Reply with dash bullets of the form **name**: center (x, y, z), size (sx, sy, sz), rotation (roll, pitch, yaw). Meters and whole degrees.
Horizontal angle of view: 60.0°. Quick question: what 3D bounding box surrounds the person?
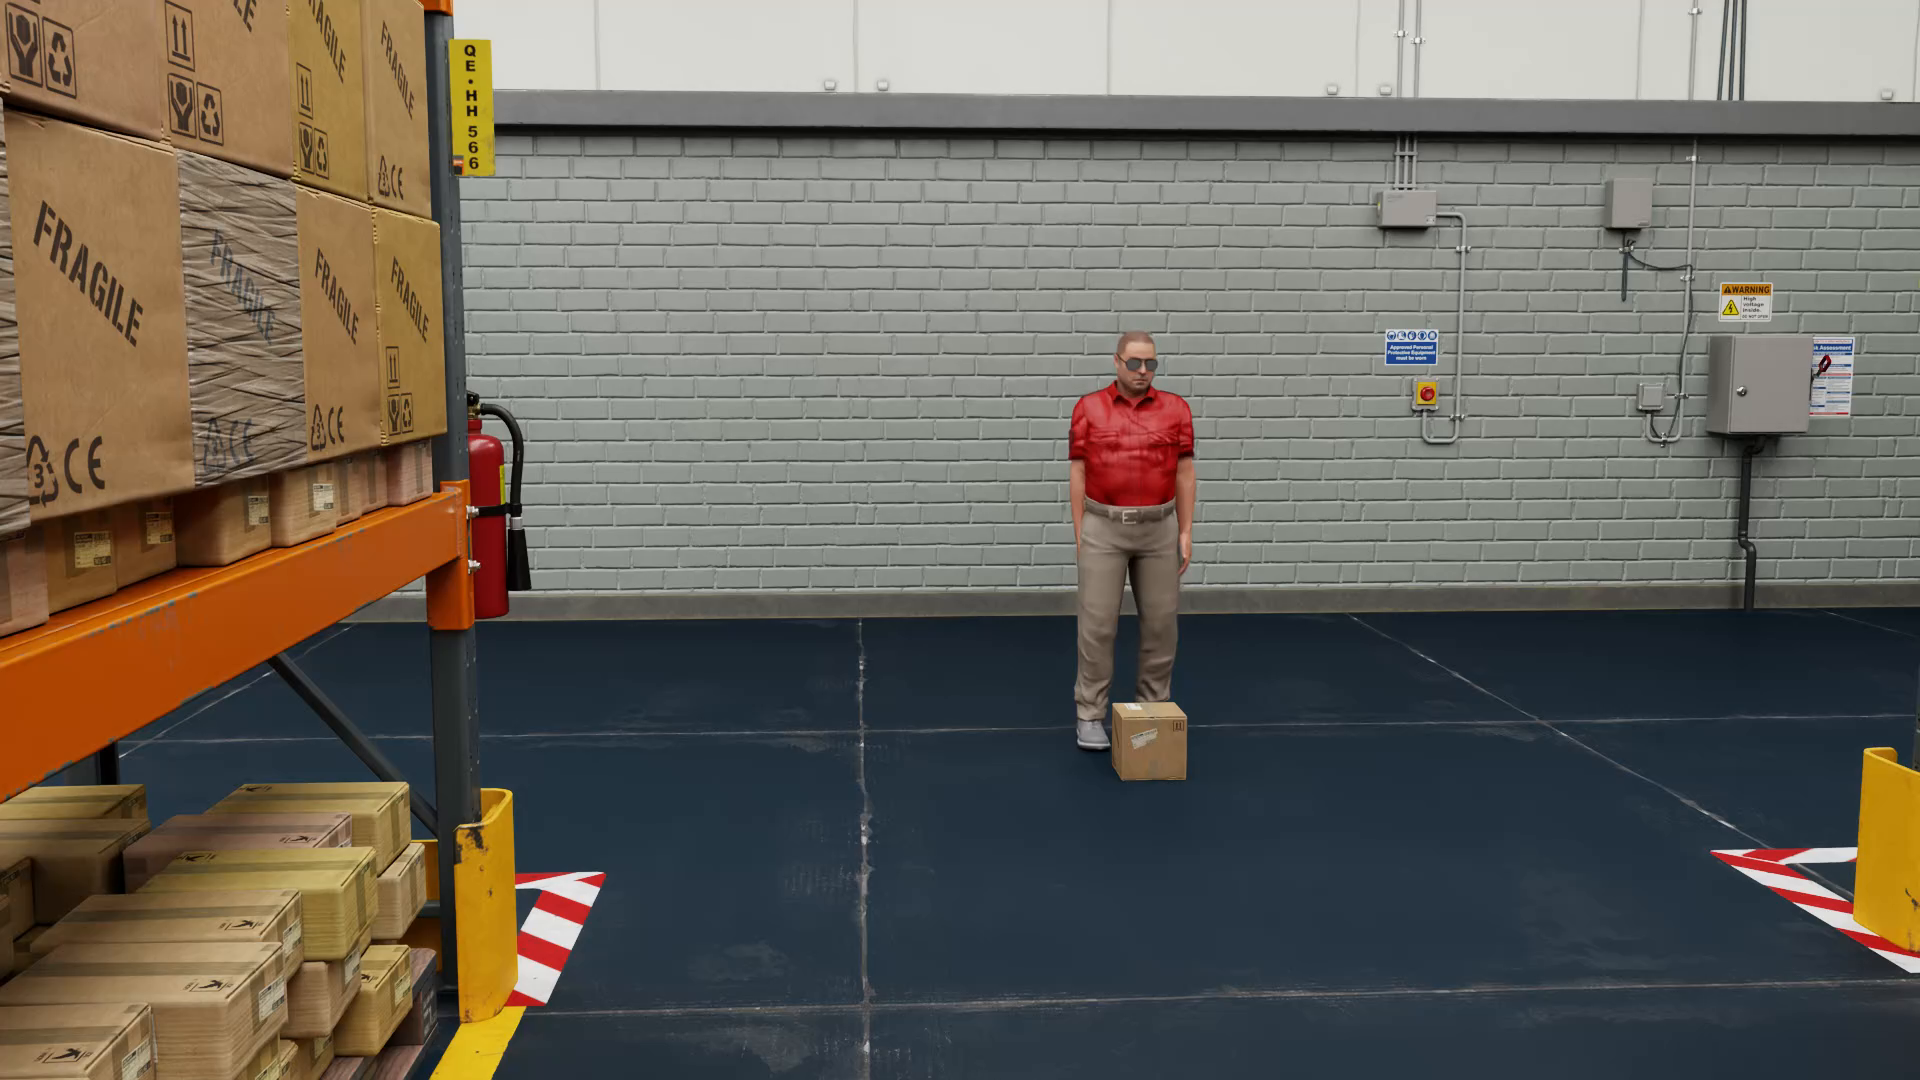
- **person**: center (0.717, -0.002, 6.875), size (0.529, 1.721, 0.359), rotation (0, 7, -3)
